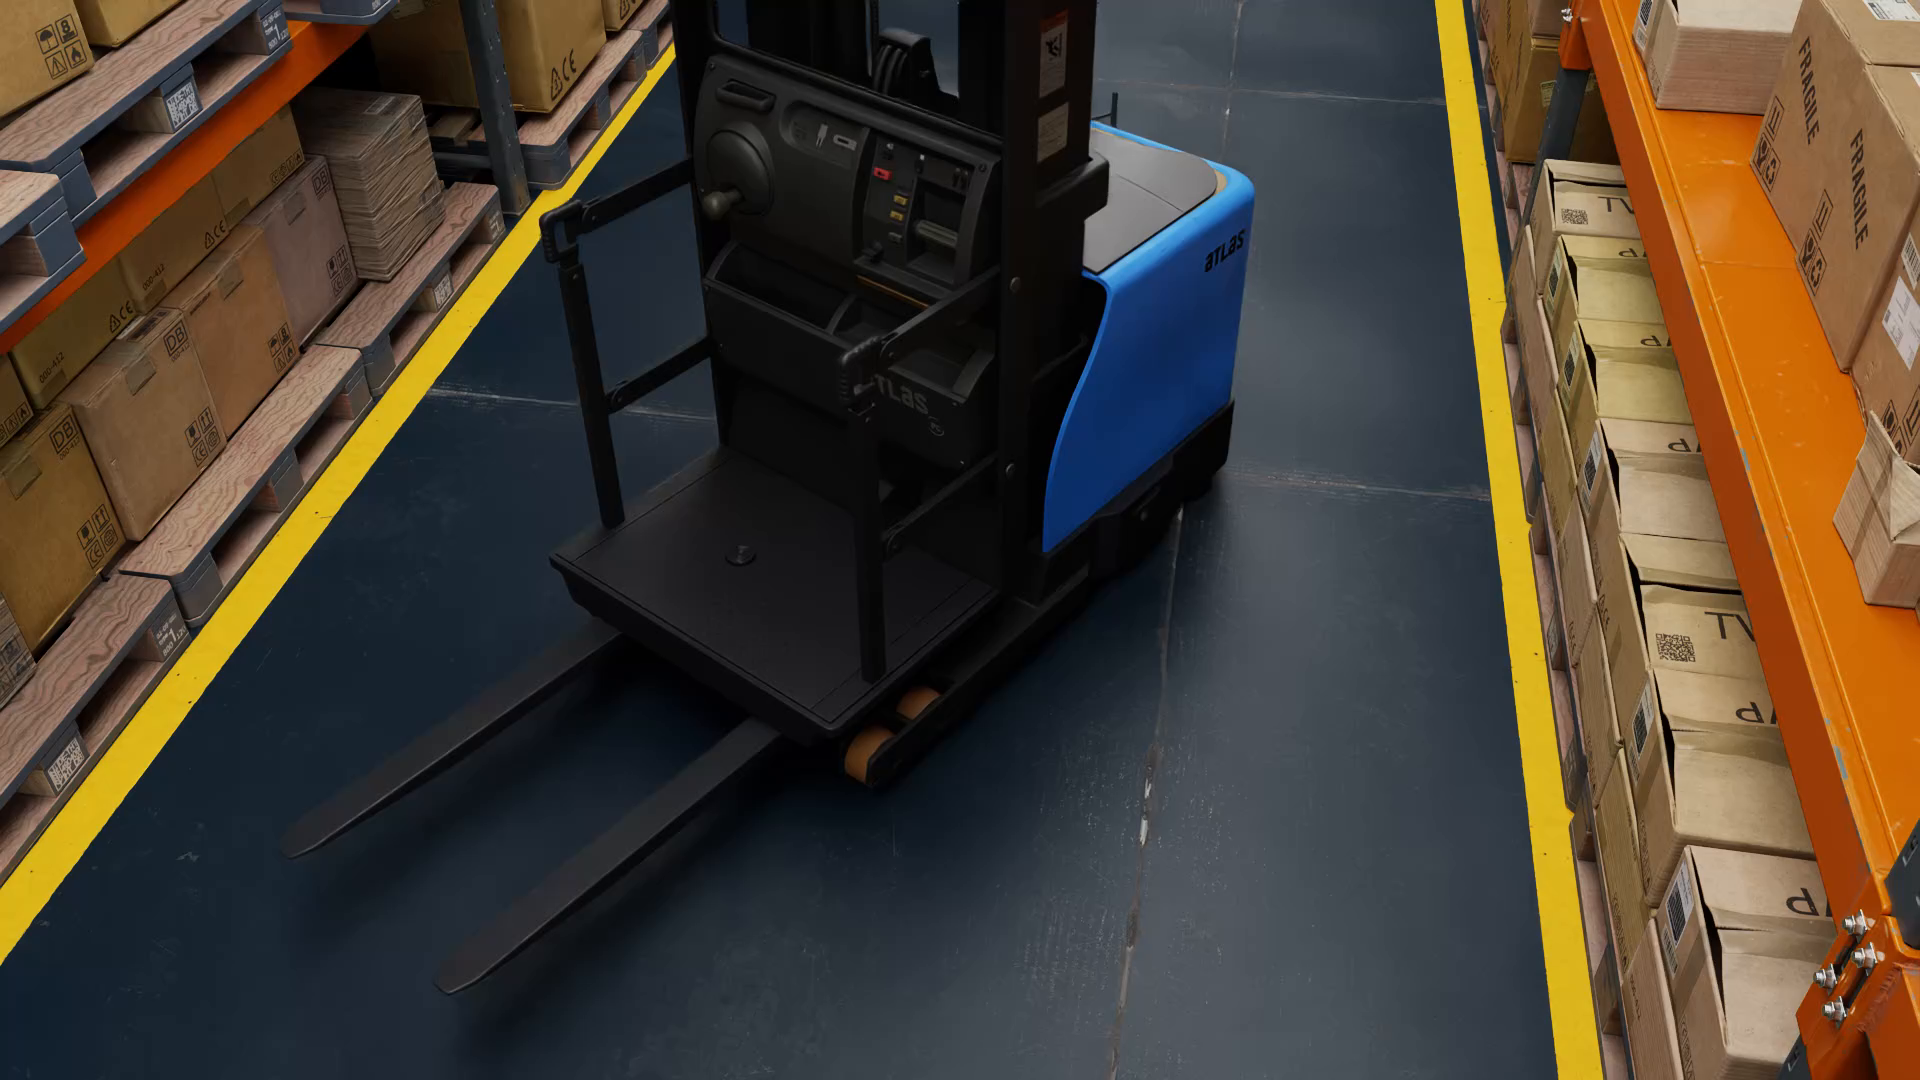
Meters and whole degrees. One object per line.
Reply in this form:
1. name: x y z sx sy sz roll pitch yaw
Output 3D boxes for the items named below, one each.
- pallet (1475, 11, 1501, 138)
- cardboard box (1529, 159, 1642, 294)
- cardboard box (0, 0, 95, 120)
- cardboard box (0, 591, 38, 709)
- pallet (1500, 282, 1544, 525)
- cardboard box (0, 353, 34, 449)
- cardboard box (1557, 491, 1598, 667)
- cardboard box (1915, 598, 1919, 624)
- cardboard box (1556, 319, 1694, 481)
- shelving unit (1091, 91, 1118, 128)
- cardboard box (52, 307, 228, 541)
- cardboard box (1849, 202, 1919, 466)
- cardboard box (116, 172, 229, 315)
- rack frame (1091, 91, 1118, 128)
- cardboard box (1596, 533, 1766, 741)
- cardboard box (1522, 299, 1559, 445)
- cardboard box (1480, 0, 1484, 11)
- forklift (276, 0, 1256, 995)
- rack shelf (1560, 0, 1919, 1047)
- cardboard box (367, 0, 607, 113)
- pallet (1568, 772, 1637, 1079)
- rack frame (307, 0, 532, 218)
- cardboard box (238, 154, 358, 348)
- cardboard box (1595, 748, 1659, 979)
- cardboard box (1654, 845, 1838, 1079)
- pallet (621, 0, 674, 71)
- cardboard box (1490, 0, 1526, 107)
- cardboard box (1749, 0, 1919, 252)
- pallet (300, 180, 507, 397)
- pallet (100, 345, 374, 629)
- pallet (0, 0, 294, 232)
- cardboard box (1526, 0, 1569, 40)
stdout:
1. pallet: 2.966 -2.186 7.728 1.003 0.211 1.213 6 40 8
2. cardboard box: 2.206 -1.055 5.560 0.500 0.311 0.500 8 40 9
3. cardboard box: -2.677 -1.357 4.113 0.700 0.500 0.500 12 41 14
4. cardboard box: -2.875 0.264 4.193 0.700 0.500 0.500 8 40 9
5. pallet: 2.405 -0.446 5.623 1.003 0.211 1.213 6 40 8
6. cardboard box: -2.802 -0.302 4.289 0.500 0.250 0.500 6 40 7
7. cardboard box: 1.947 0.126 4.572 0.500 0.250 0.500 7 40 9
8. cardboard box: 1.936 0.222 2.746 0.500 0.250 0.500 9 40 10
9. cardboard box: 2.033 -0.404 4.773 0.500 0.311 0.500 5 40 6
10. shelving unit: 0.356 -1.068 5.717 0.215 1.050 0.252 -22 44 -25
11. cardboard box: -2.707 -0.382 4.974 0.700 0.500 0.500 7 40 8
12. cardboard box: 2.134 -0.372 3.267 0.500 0.500 0.500 9 40 11
13. cardboard box: -2.611 -0.940 5.061 0.500 0.250 0.500 6 40 7
14. rack frame: 0.422 -1.002 5.638 0.200 1.050 0.008 -22 44 -25
15. cardboard box: 1.854 0.233 4.002 0.500 0.311 0.500 6 40 8
16. cardboard box: 2.120 -0.523 5.357 0.500 0.250 0.500 5 40 6
17. cardboard box: 2.779 -2.824 7.928 0.500 0.500 0.500 7 40 8
18. forklift: -0.437 -0.832 3.956 1.130 2.935 3.031 27 47 29
19. rack shelf: 2.240 -0.500 4.066 1.077 0.370 4.000 6 40 8
20. cardboard box: -2.037 -2.357 7.104 0.750 0.750 0.750 6 40 7
21. pallet: 1.983 1.086 3.771 1.003 0.211 1.213 6 40 8
22. rack frame: -2.293 -2.577 6.012 1.000 3.000 0.127 6 40 8
23. cardboard box: -2.570 -1.015 5.740 0.700 0.500 0.500 6 40 8
24. cardboard box: 1.770 0.766 3.798 0.500 0.250 0.500 6 40 7
25. cardboard box: 1.682 0.874 3.228 0.500 0.311 0.500 6 40 8
26. pallet: -1.869 -2.752 8.413 1.003 0.211 1.213 6 40 8
27. cardboard box: 2.607 -2.177 7.145 0.500 0.500 0.500 5 40 6
28. cardboard box: 2.312 -1.016 4.047 0.500 0.500 0.500 4 40 5
29. pallet: -2.430 -1.012 6.308 1.003 0.211 1.213 6 40 8
30. pallet: -2.644 -0.248 5.385 1.003 0.211 1.213 6 40 8
31. pallet: -2.596 -1.256 4.565 1.003 0.211 1.213 6 40 8
32. cardboard box: 2.522 -2.177 6.557 0.500 0.250 0.500 8 40 9
